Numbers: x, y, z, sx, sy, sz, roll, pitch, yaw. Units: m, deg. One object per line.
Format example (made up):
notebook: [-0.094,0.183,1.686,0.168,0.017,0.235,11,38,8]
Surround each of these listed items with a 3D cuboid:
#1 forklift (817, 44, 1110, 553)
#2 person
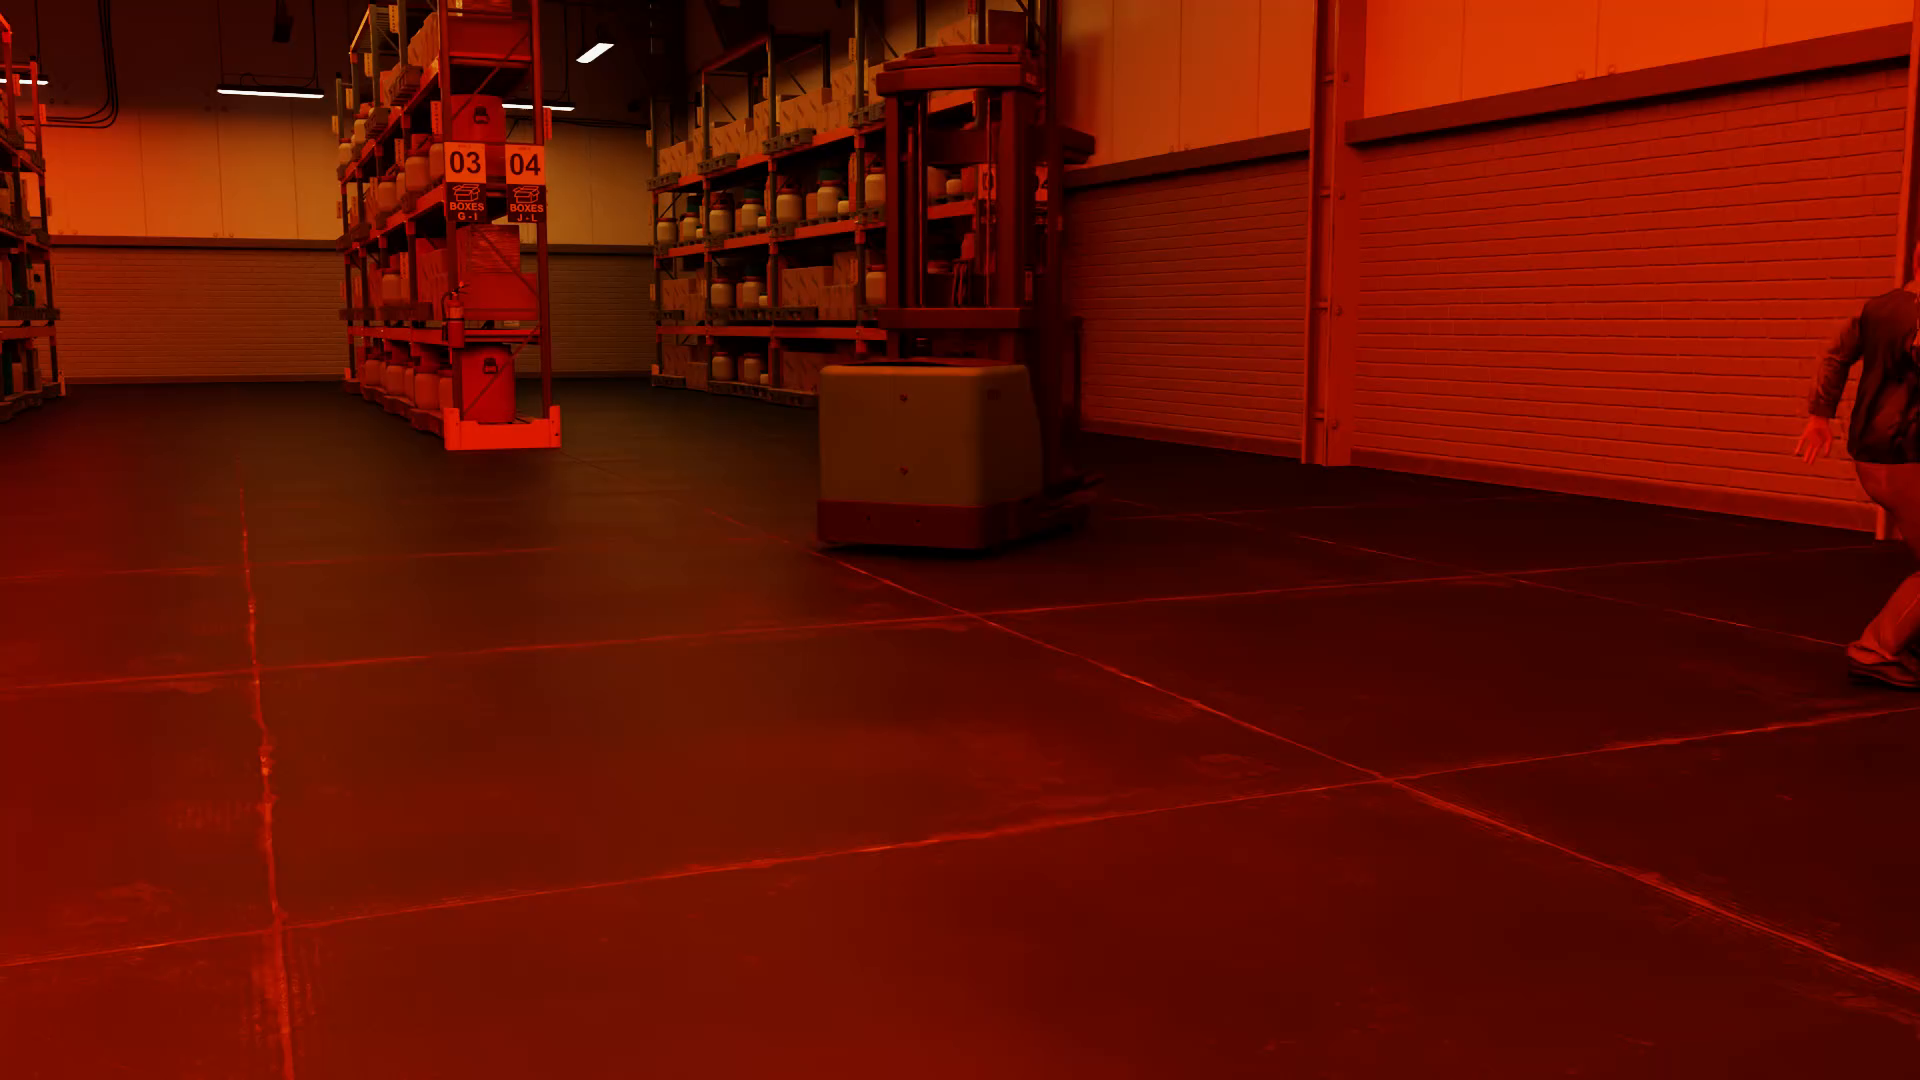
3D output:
forklift: [0.199,-1.534,10.578,1.130,2.935,3.031,3,8,22]
person: [3.471,-0.269,6.034,0.742,1.699,0.659,3,8,21]
